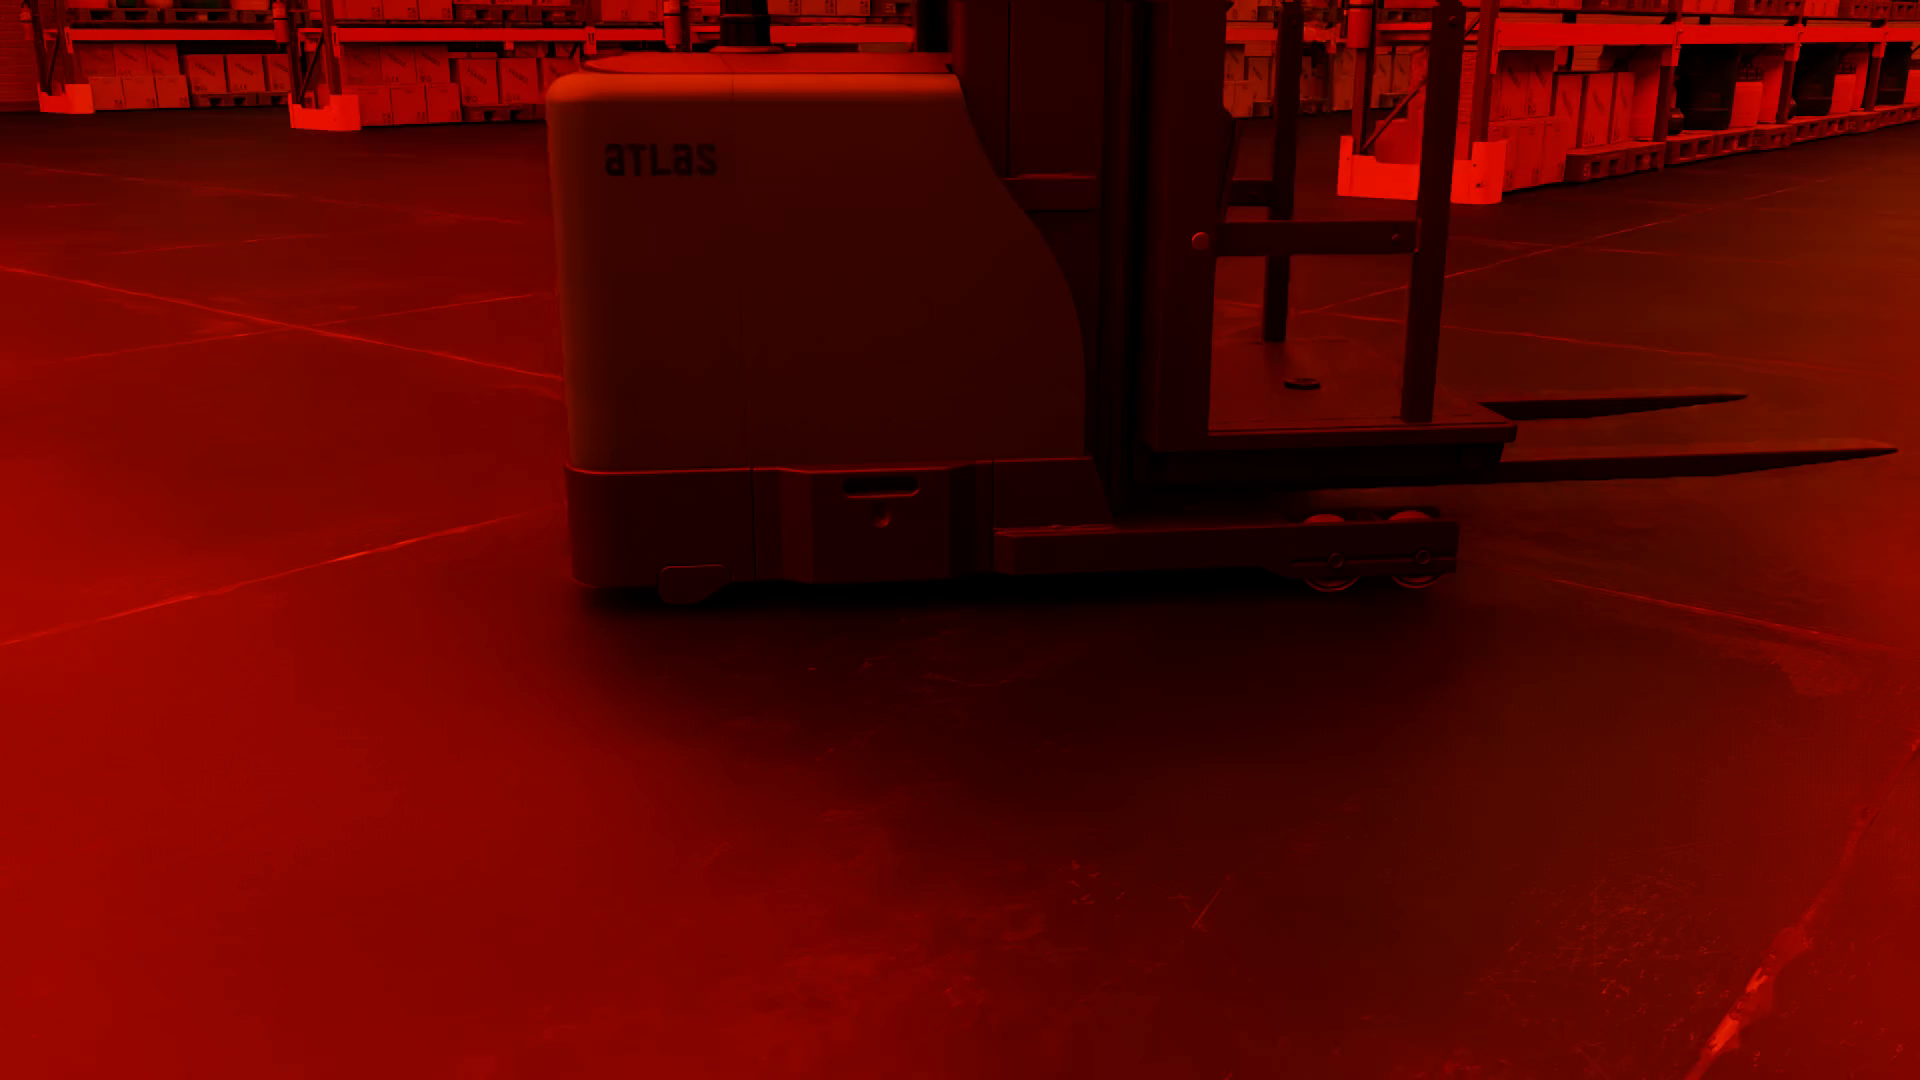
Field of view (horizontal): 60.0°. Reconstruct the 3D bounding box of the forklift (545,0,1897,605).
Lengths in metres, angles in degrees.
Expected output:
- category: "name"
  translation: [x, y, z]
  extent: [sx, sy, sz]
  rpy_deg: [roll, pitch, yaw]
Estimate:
- category: "forklift"
  translation: [0.641, -1.440, 3.641]
  extent: [3.031, 2.935, 1.130]
  rpy_deg: [-2, 17, -7]
